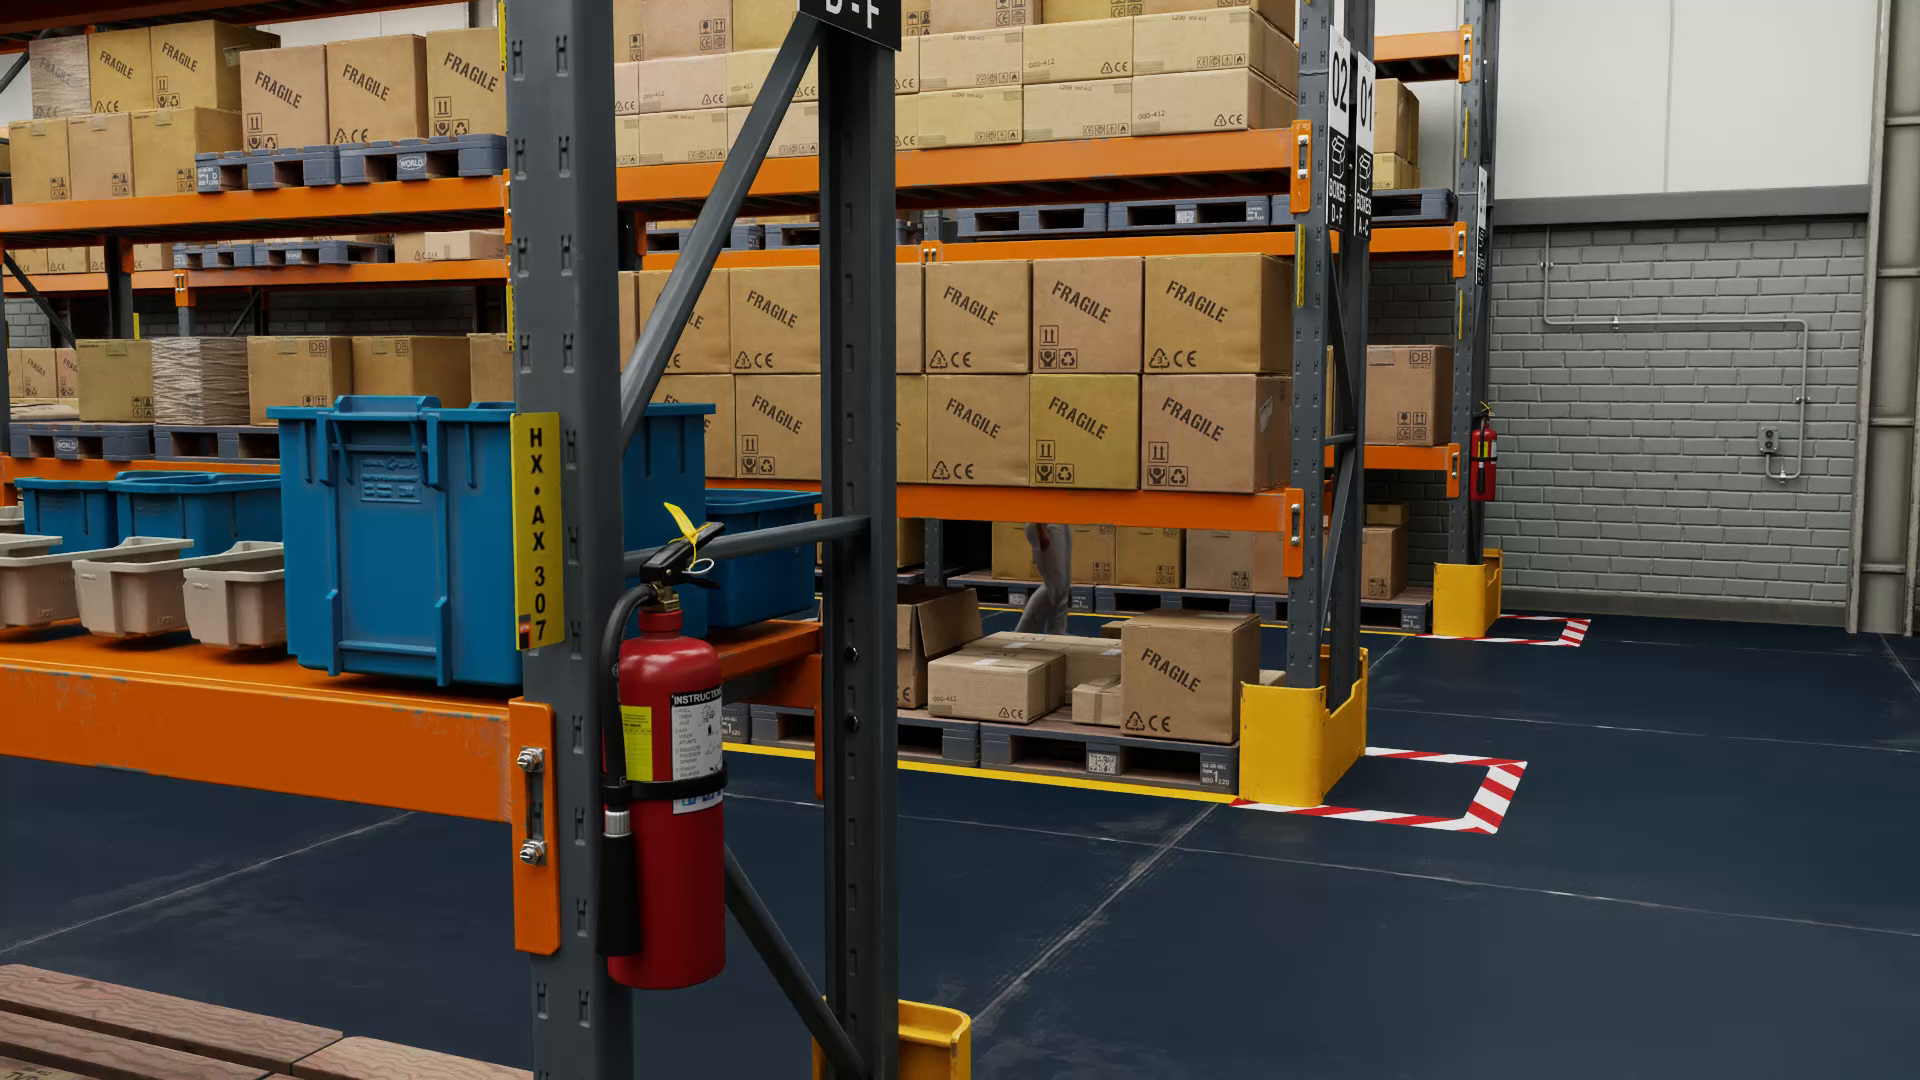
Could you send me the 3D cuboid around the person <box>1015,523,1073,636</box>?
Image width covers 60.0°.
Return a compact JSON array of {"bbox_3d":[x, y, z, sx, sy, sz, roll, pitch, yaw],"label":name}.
[{"bbox_3d":[0.582,-0.075,10.468,0.465,1.702,0.510,2,6,18],"label":"person"}]
